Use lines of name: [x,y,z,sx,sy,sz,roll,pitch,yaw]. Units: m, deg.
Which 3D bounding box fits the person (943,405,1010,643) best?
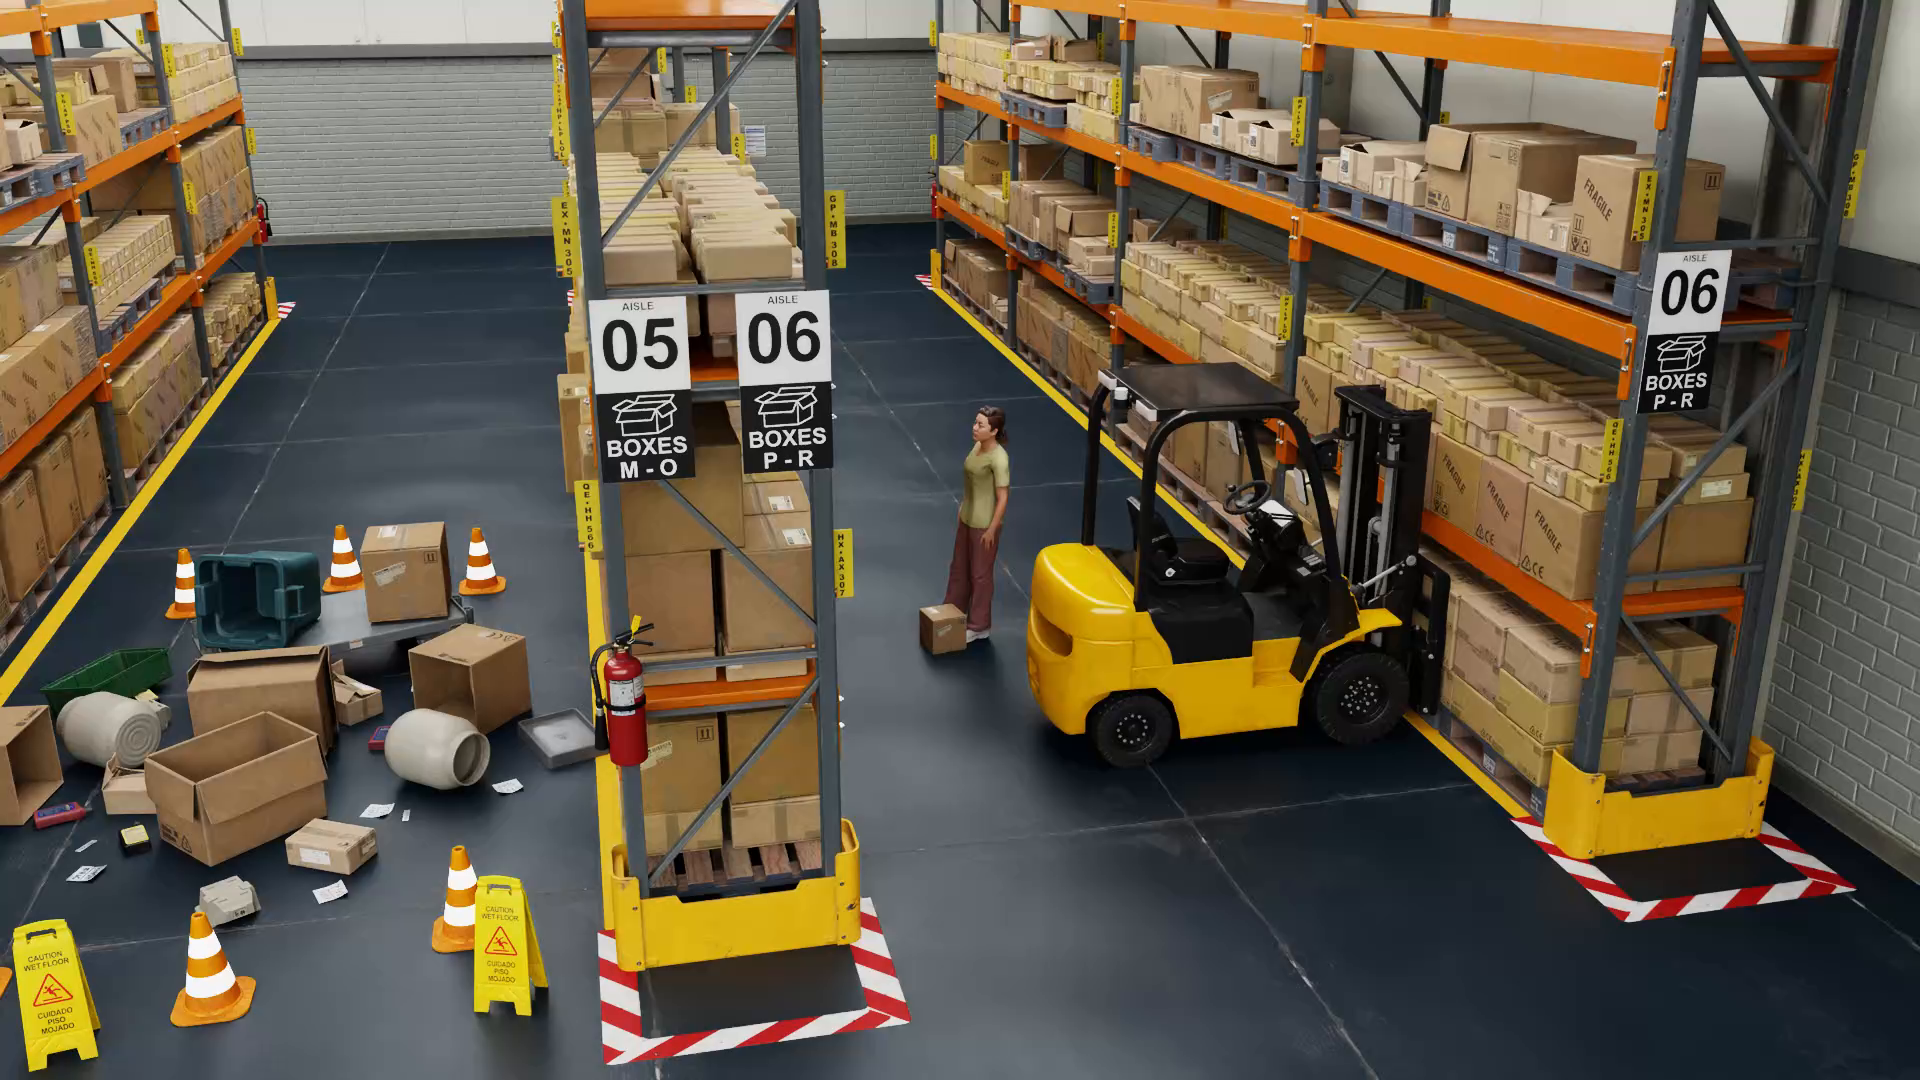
person: [0.071,-0.104,11.335,0.549,1.675,0.553,-7,21,-20]
